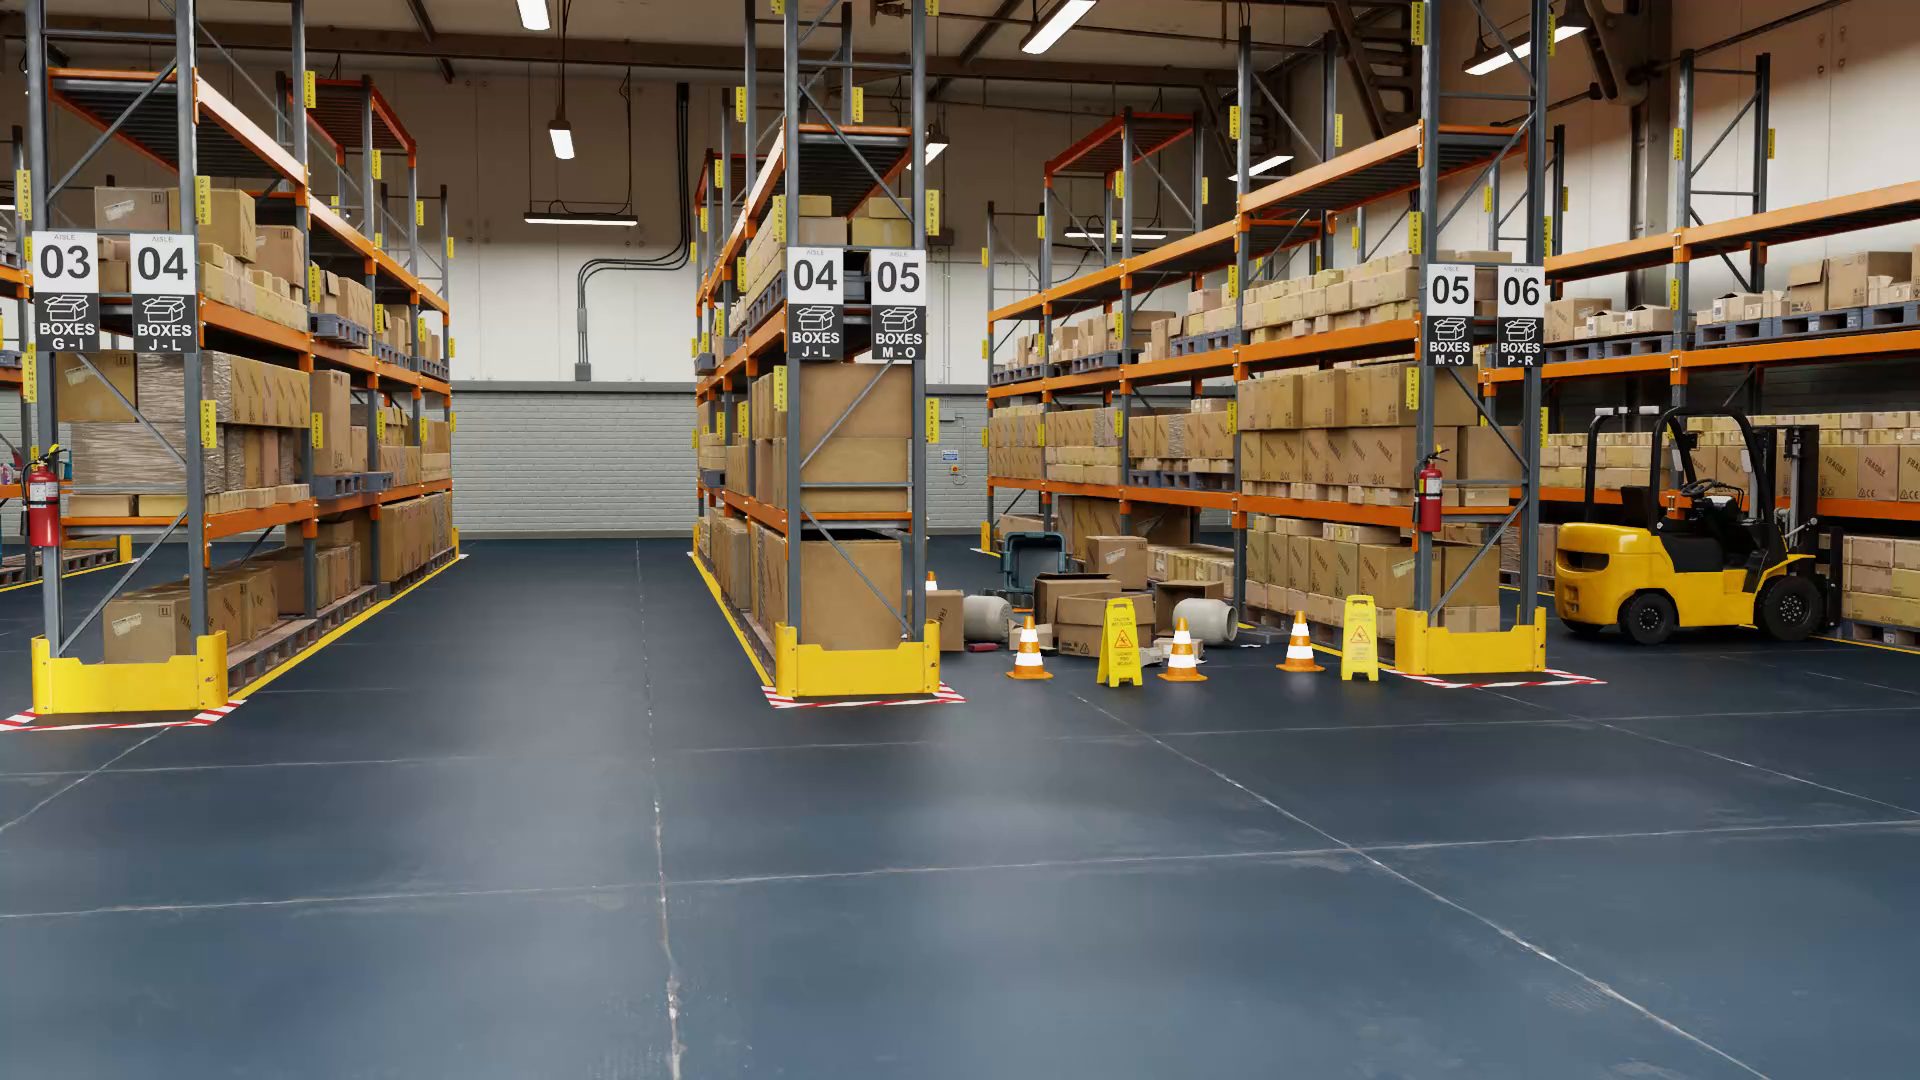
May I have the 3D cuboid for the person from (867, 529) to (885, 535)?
[{"bbox_3d":[-1.176,-0.304,22.156,0.486,1.674,0.609,0,3,-8],"label":"person"}]
